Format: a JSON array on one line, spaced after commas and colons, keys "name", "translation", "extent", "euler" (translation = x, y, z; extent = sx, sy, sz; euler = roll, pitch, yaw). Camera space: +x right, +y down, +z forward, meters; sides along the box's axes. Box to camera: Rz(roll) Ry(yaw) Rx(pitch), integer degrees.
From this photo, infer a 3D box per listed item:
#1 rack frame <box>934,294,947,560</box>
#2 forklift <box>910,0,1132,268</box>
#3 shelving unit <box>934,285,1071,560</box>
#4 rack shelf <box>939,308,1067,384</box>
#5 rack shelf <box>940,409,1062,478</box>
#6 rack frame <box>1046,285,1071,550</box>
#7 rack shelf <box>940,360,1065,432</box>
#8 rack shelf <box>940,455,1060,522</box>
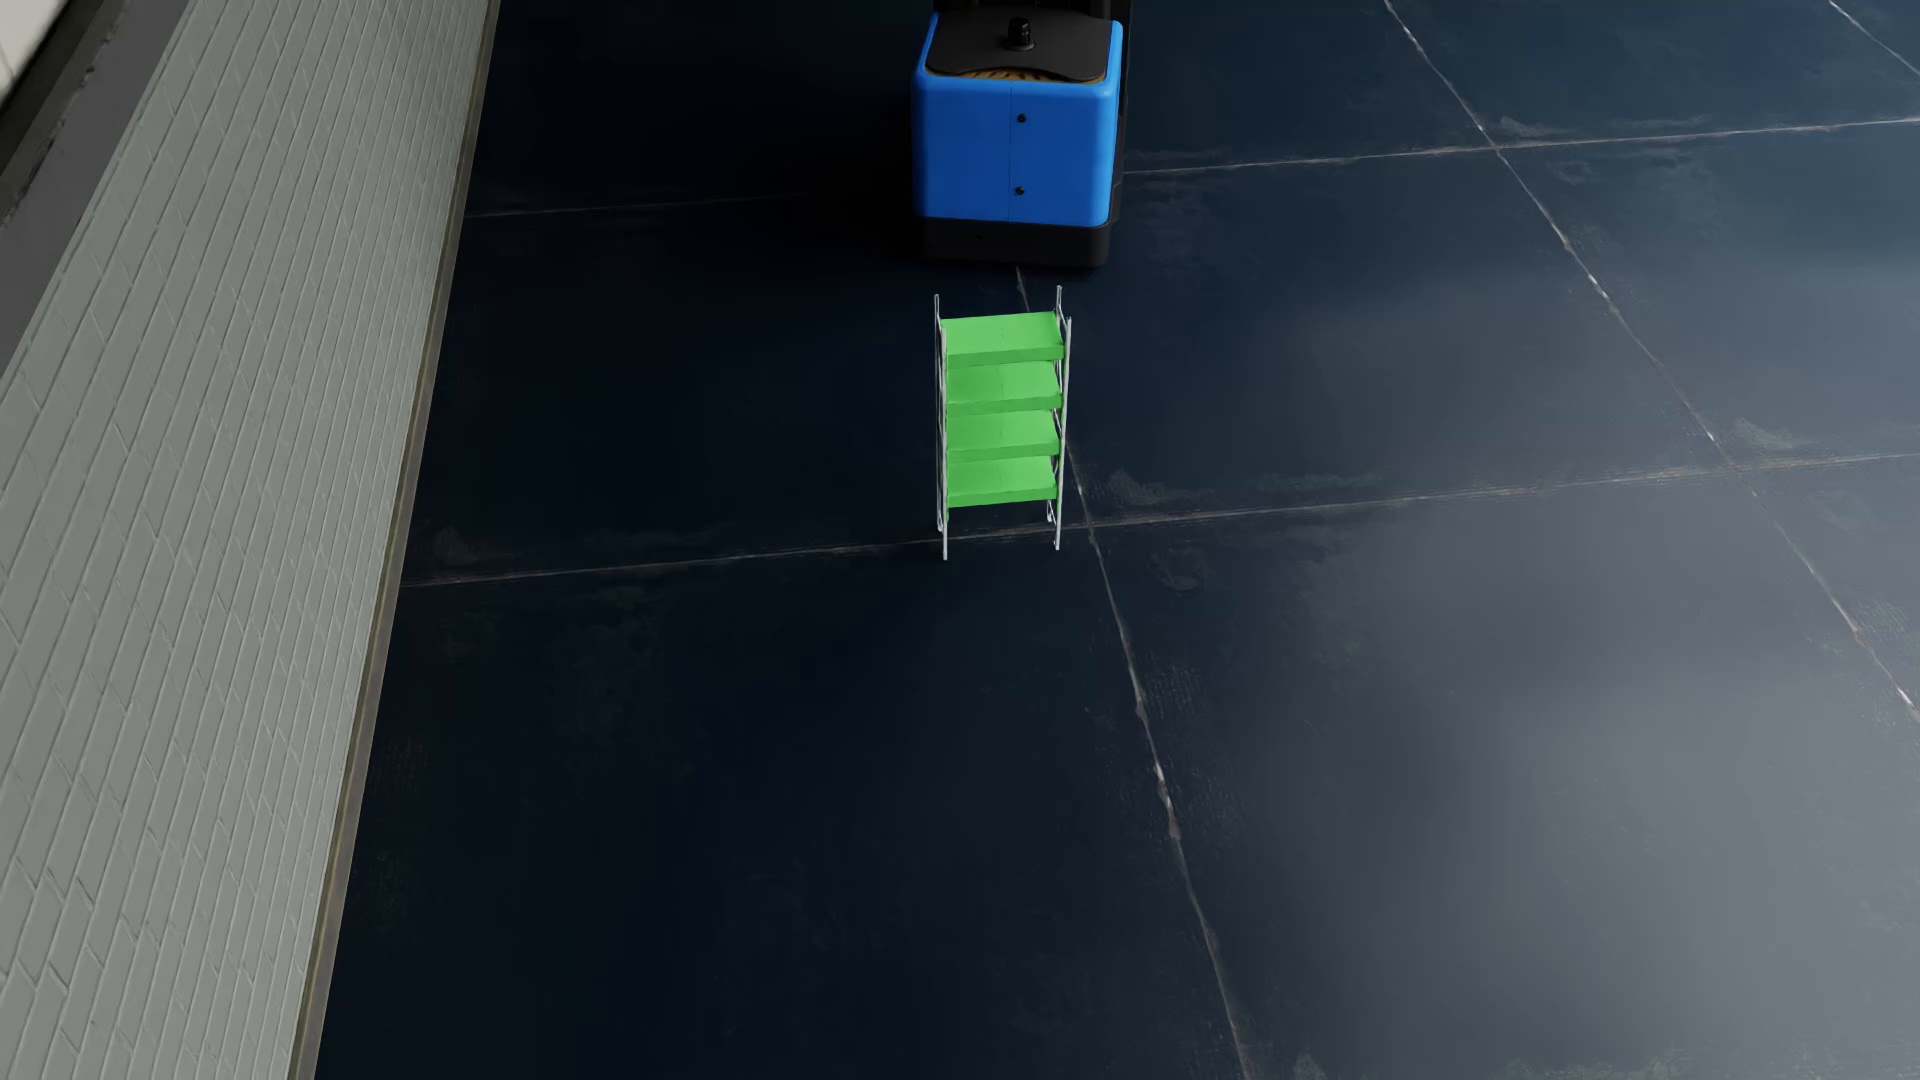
[{"name": "rack frame", "translation": [-0.078, -0.439, 6.841], "extent": [0.015, 1.200, 0.240], "euler": [-5, 42, -6]}, {"name": "forklift", "translation": [0.427, -3.503, 8.946], "extent": [1.130, 2.935, 3.031], "euler": [5, 42, 5]}, {"name": "shelving unit", "translation": [0.164, -0.460, 6.864], "extent": [0.503, 1.200, 0.258], "euler": [-5, 42, -6]}, {"name": "rack shelf", "translation": [0.164, -0.769, 6.585], "extent": [0.480, 0.148, 0.258], "euler": [-5, 42, -6]}, {"name": "rack shelf", "translation": [0.164, -0.412, 6.907], "extent": [0.480, 0.148, 0.258], "euler": [-5, 42, -6]}, {"name": "rack frame", "translation": [0.406, -0.481, 6.888], "extent": [0.015, 1.200, 0.240], "euler": [-5, 42, -6]}, {"name": "rack shelf", "translation": [0.164, -0.591, 6.746], "extent": [0.480, 0.148, 0.258], "euler": [-5, 42, -6]}, {"name": "rack shelf", "translation": [0.164, -0.234, 7.068], "extent": [0.480, 0.148, 0.258], "euler": [-5, 42, -6]}]
